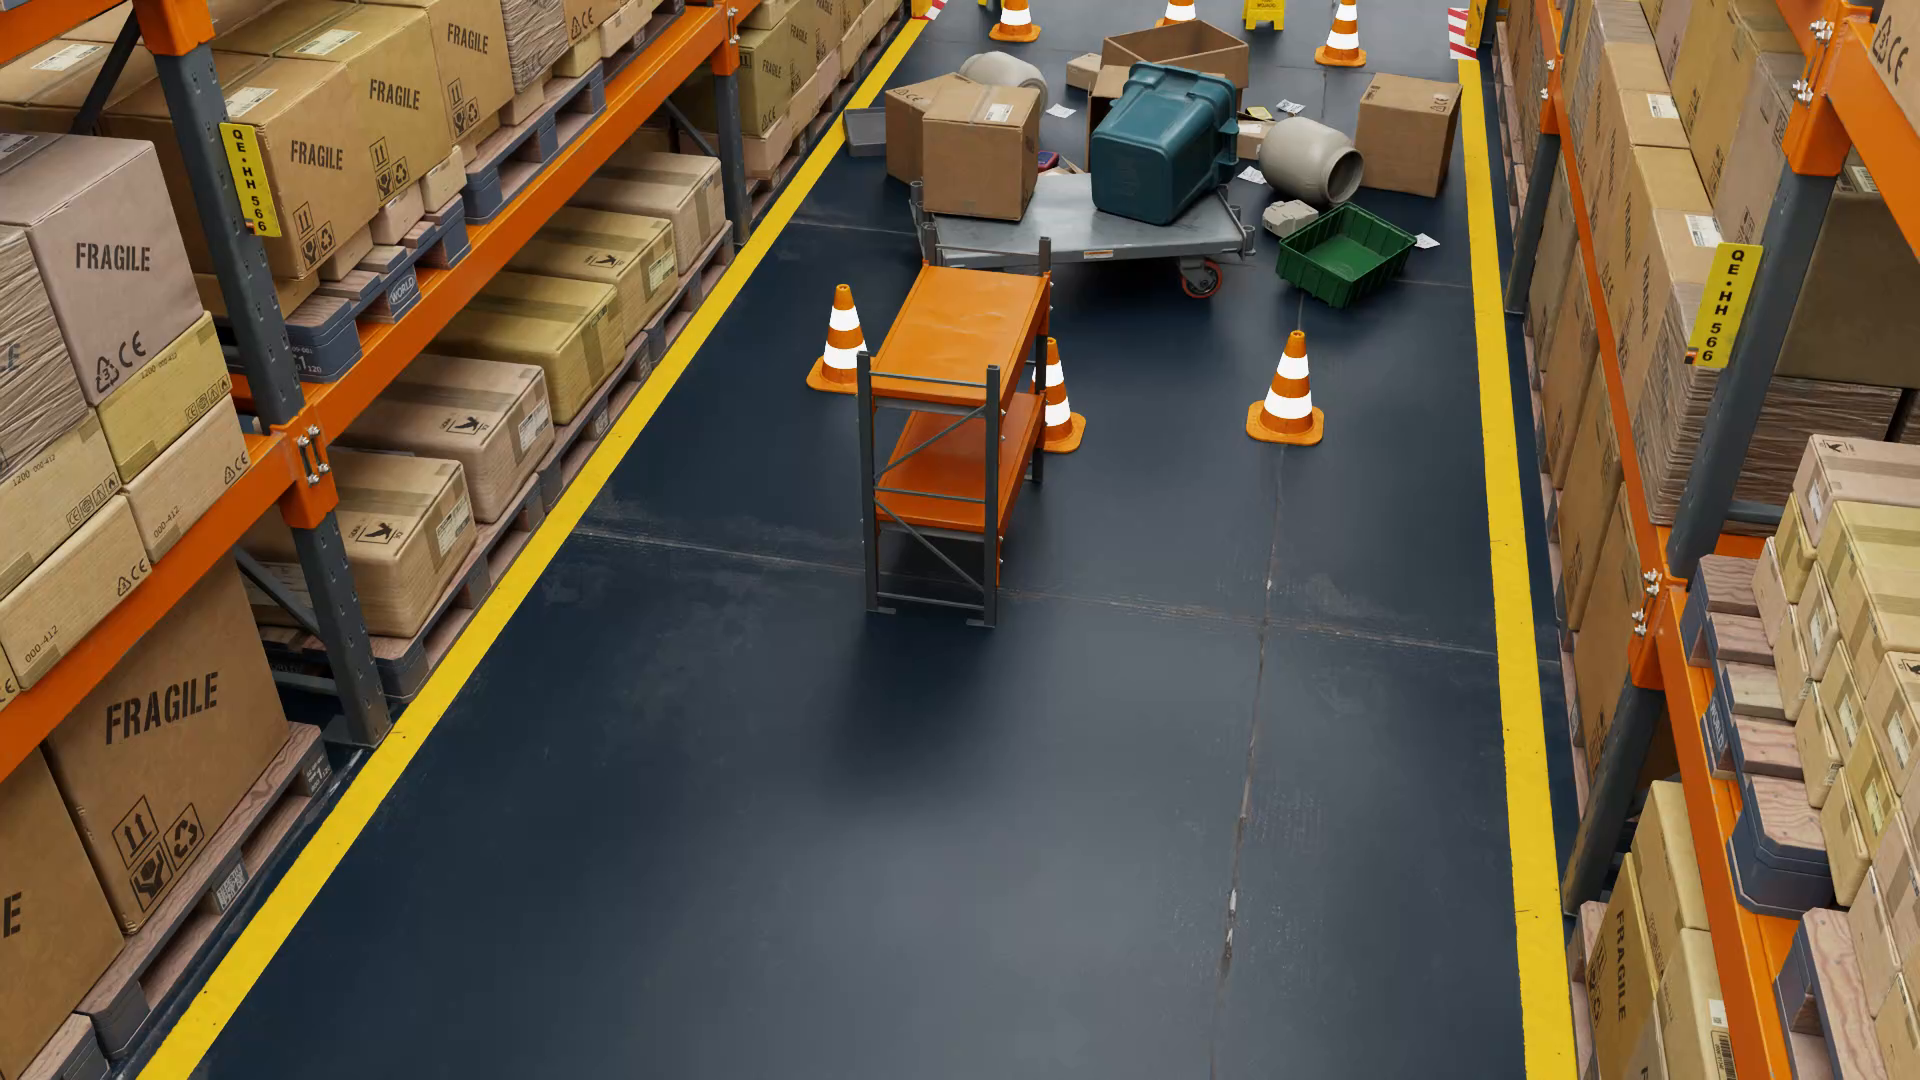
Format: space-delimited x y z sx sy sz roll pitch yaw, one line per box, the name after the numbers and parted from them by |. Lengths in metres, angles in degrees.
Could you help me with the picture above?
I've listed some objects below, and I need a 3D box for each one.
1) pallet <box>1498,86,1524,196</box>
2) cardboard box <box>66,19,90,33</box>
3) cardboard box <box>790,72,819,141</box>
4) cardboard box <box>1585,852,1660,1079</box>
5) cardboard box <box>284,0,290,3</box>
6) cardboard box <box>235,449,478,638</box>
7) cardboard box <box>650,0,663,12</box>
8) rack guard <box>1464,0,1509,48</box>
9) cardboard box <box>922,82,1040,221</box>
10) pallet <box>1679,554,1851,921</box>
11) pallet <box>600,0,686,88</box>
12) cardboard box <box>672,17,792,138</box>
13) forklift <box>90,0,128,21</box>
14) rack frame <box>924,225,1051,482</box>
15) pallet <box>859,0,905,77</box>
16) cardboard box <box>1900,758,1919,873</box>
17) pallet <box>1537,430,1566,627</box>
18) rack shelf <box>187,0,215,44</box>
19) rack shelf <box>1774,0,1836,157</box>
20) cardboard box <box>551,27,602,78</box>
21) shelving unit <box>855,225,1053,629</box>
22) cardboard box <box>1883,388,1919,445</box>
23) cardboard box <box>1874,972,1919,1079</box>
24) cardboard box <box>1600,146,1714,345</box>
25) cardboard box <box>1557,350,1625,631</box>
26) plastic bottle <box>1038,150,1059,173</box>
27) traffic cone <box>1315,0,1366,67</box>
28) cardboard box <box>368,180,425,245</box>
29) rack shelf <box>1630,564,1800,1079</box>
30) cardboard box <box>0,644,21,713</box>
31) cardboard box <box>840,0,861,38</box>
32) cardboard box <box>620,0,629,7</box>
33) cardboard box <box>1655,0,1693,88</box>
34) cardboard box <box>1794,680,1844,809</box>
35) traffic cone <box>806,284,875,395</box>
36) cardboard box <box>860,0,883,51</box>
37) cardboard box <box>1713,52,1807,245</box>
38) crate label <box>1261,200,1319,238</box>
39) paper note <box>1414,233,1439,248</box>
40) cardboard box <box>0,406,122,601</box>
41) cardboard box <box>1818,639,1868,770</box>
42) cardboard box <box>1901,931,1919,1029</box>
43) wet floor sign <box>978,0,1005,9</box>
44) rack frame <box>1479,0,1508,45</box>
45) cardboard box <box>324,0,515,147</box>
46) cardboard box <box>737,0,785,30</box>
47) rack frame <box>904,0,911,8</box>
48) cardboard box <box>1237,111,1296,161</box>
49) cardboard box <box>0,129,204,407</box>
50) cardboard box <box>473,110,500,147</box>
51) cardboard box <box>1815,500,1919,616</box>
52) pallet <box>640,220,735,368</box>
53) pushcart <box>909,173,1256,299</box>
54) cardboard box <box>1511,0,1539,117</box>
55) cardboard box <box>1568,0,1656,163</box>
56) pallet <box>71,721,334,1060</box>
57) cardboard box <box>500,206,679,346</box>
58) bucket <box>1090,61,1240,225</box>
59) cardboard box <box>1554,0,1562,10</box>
3.718 -2.313 9.762 1.003 0.211 1.213 7 37 10 | pallet
-5.872 -3.380 10.842 0.500 0.250 0.500 8 37 11 | cardboard box
-1.143 -2.546 9.692 0.500 0.250 0.500 9 37 13 | cardboard box
1.966 1.194 4.319 0.500 0.500 0.500 6 36 8 | cardboard box
-2.459 -1.798 5.978 0.500 0.500 0.500 5 36 7 | cardboard box
-2.360 -0.013 6.093 0.950 0.372 0.625 5 36 7 | cardboard box
-1.550 -2.467 7.454 0.380 0.149 0.250 6 36 9 | cardboard box
4.081 -3.610 11.304 1.175 0.500 0.348 7 37 10 | rack guard
0.109 -1.966 8.391 0.500 0.500 0.500 7 37 10 | cardboard box
2.319 0.478 3.698 1.213 0.211 1.003 7 37 10 | pallet
-1.942 -2.380 7.641 1.003 0.211 1.213 7 37 10 | pallet
-1.246 -2.542 9.048 0.500 0.500 0.500 9 37 12 | cardboard box
-3.965 -3.321 8.834 1.130 2.935 3.031 4 36 5 | forklift
0.107 -0.743 6.817 0.500 1.125 0.032 7 37 10 | rack frame
-1.006 -3.537 11.450 1.003 0.211 1.213 7 37 10 | pallet
1.854 0.511 2.838 0.380 0.149 0.250 9 37 12 | cardboard box
2.871 -0.032 6.615 1.003 0.211 1.213 7 37 10 | pallet
-2.063 -2.654 5.913 1.077 0.370 4.000 7 37 10 | rack shelf
2.794 -2.091 5.137 1.077 0.370 4.000 7 37 10 | rack shelf
-1.709 -2.033 6.855 0.380 0.149 0.250 7 37 10 | cardboard box
-0.001 -0.452 6.415 0.538 1.125 1.048 7 37 10 | shelving unit
2.726 -0.286 4.503 0.500 0.500 0.500 8 37 10 | cardboard box
1.793 0.902 2.806 0.380 0.149 0.250 8 37 11 | cardboard box
2.415 -0.926 5.387 0.500 0.500 0.500 7 36 9 | cardboard box
2.768 -0.120 5.919 1.050 0.750 0.750 8 37 11 | cardboard box
0.471 -2.192 9.723 0.133 0.061 0.283 14 38 18 | plastic bottle
2.575 -3.454 11.122 0.336 0.463 0.334 7 37 10 | traffic cone
-2.043 -1.124 5.602 0.380 0.149 0.250 5 36 7 | cardboard box
1.940 1.416 2.853 1.077 0.370 4.000 7 37 10 | rack shelf
-2.562 0.381 3.797 0.500 0.250 0.500 7 37 9 | cardboard box
-0.921 -3.451 10.301 0.500 0.500 0.500 6 36 9 | cardboard box
-1.615 -2.630 7.127 0.500 0.500 0.500 8 37 10 | cardboard box
2.905 -1.890 5.864 0.700 0.500 0.500 8 37 10 | cardboard box
1.959 0.450 3.430 0.380 0.149 0.250 9 37 12 | cardboard box
-0.533 -0.964 7.685 0.336 0.463 0.334 7 37 10 | traffic cone
-0.810 -3.434 10.917 0.500 0.250 0.500 7 37 10 | cardboard box
2.579 -1.013 4.655 0.700 0.500 0.500 7 36 9 | cardboard box
1.799 -1.740 9.034 0.298 0.136 0.250 -17 39 -22 | crate label
2.480 -1.612 8.947 0.147 0.020 0.142 -17 39 -22 | paper note
-2.452 -0.122 4.064 0.500 0.250 0.500 6 36 9 | cardboard box
1.958 0.351 3.313 0.380 0.149 0.250 6 36 9 | cardboard box
1.794 0.780 2.720 0.380 0.149 0.250 7 37 10 | cardboard box
0.304 -4.192 11.984 0.267 0.644 0.232 20 41 26 | wet floor sign
4.075 -4.608 10.552 1.000 3.000 0.127 7 37 10 | rack frame
-1.957 -1.749 5.911 0.500 0.500 0.500 8 37 11 | cardboard box
-1.161 -2.869 8.946 0.380 0.149 0.250 8 37 11 | cardboard box
-0.782 -5.171 11.328 1.000 3.000 0.127 7 37 10 | rack frame
1.789 -2.424 9.868 0.396 0.266 0.258 14 38 18 | cardboard box
-2.346 -0.700 4.223 0.500 0.500 0.500 6 36 9 | cardboard box
-1.967 -1.594 6.250 0.380 0.149 0.250 9 37 12 | cardboard box
2.024 0.064 3.455 0.380 0.149 0.250 6 36 9 | cardboard box
-1.801 -1.302 8.366 1.003 0.211 1.213 7 37 10 | pallet
0.602 -1.558 8.579 1.648 0.377 0.936 -5 36 -6 | pushcart
3.809 -3.016 9.808 0.875 0.875 0.875 7 36 9 | cardboard box
2.739 -1.798 6.590 0.500 0.500 0.500 8 37 10 | cardboard box
-2.733 0.987 5.208 1.003 0.211 1.213 7 37 10 | pallet
-1.896 -1.270 7.827 0.950 0.372 0.625 10 37 13 | cardboard box
0.998 -1.972 8.409 0.726 0.611 0.620 20 51 26 | bucket
3.384 -2.907 8.077 0.875 0.550 0.550 7 37 10 | cardboard box
